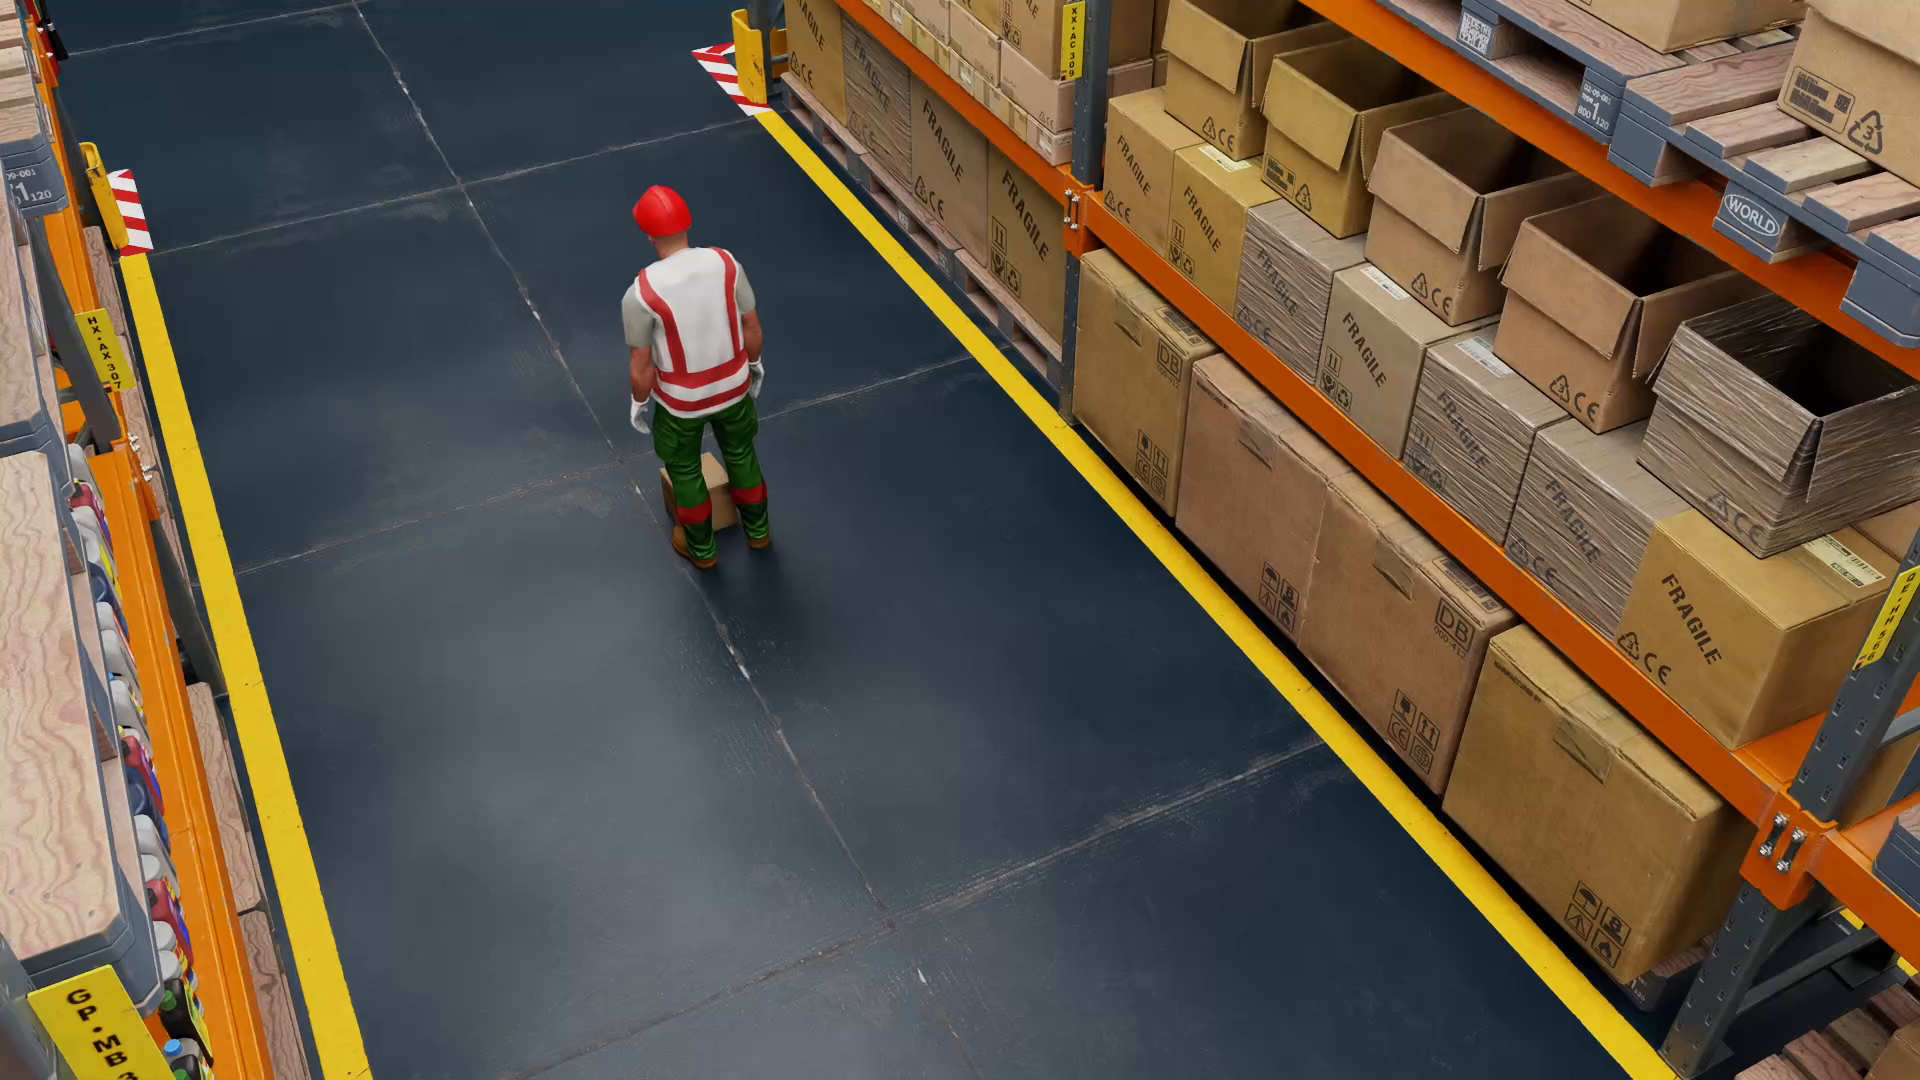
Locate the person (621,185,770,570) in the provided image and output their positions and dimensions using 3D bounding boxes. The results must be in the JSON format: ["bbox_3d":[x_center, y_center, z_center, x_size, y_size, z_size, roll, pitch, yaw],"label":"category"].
[{"bbox_3d":[-1.089,-0.641,6.888,0.611,1.778,0.451,-21,45,-23],"label":"person"}]
